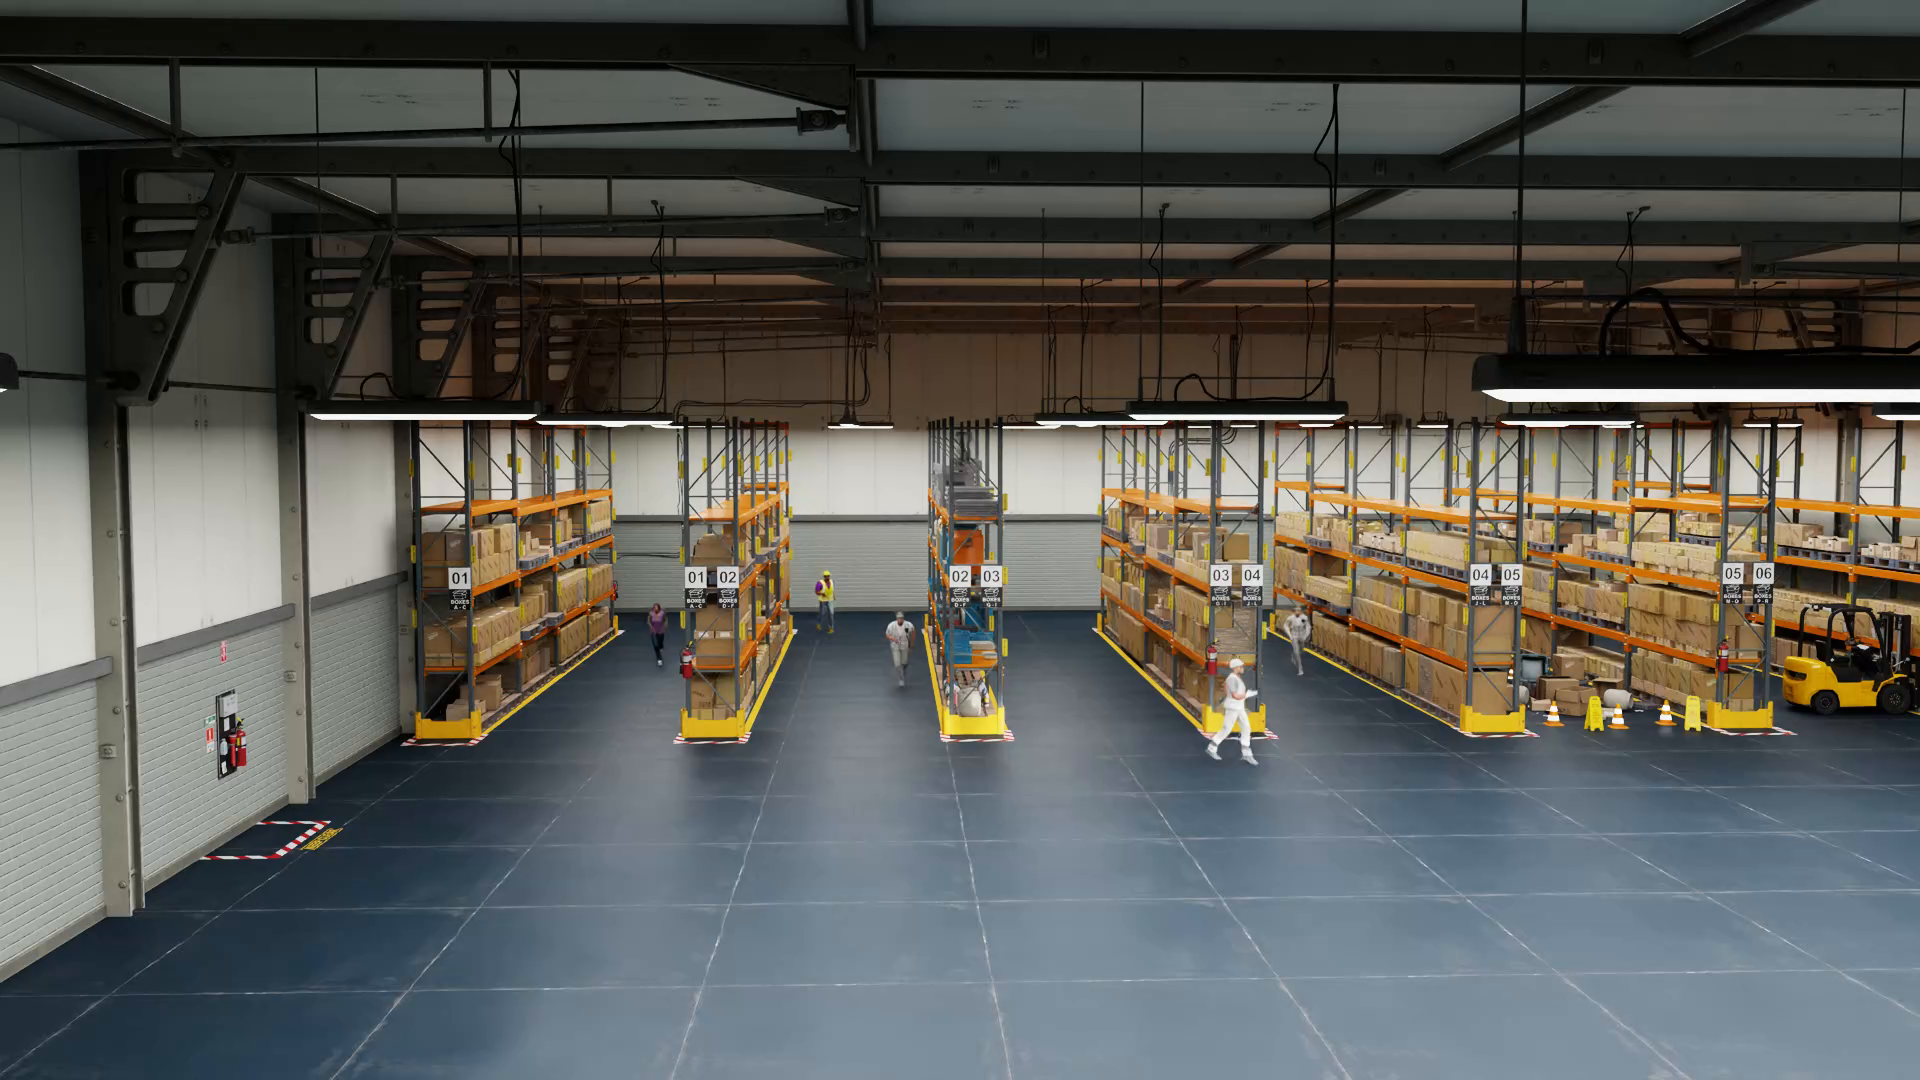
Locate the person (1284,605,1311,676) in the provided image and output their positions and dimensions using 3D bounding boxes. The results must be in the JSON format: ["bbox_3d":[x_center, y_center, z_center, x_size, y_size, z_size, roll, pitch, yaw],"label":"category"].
[{"bbox_3d":[7.995,2.347,39.463,0.620,1.682,0.947,0,4,-2],"label":"person"}]

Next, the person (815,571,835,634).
[{"bbox_3d":[-3.844,1.756,47.319,0.646,1.787,0.948,-2,4,-26],"label":"person"}]

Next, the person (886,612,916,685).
[{"bbox_3d":[-1.336,2.440,37.567,0.653,1.702,0.751,0,4,1],"label":"person"}]

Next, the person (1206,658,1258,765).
[{"bbox_3d":[4.689,2.939,28.606,0.904,1.825,0.652,2,4,26],"label":"person"}]

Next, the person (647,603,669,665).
[{"bbox_3d":[-7.436,2.300,40.937,0.506,1.540,0.690,0,4,-3],"label":"person"}]
